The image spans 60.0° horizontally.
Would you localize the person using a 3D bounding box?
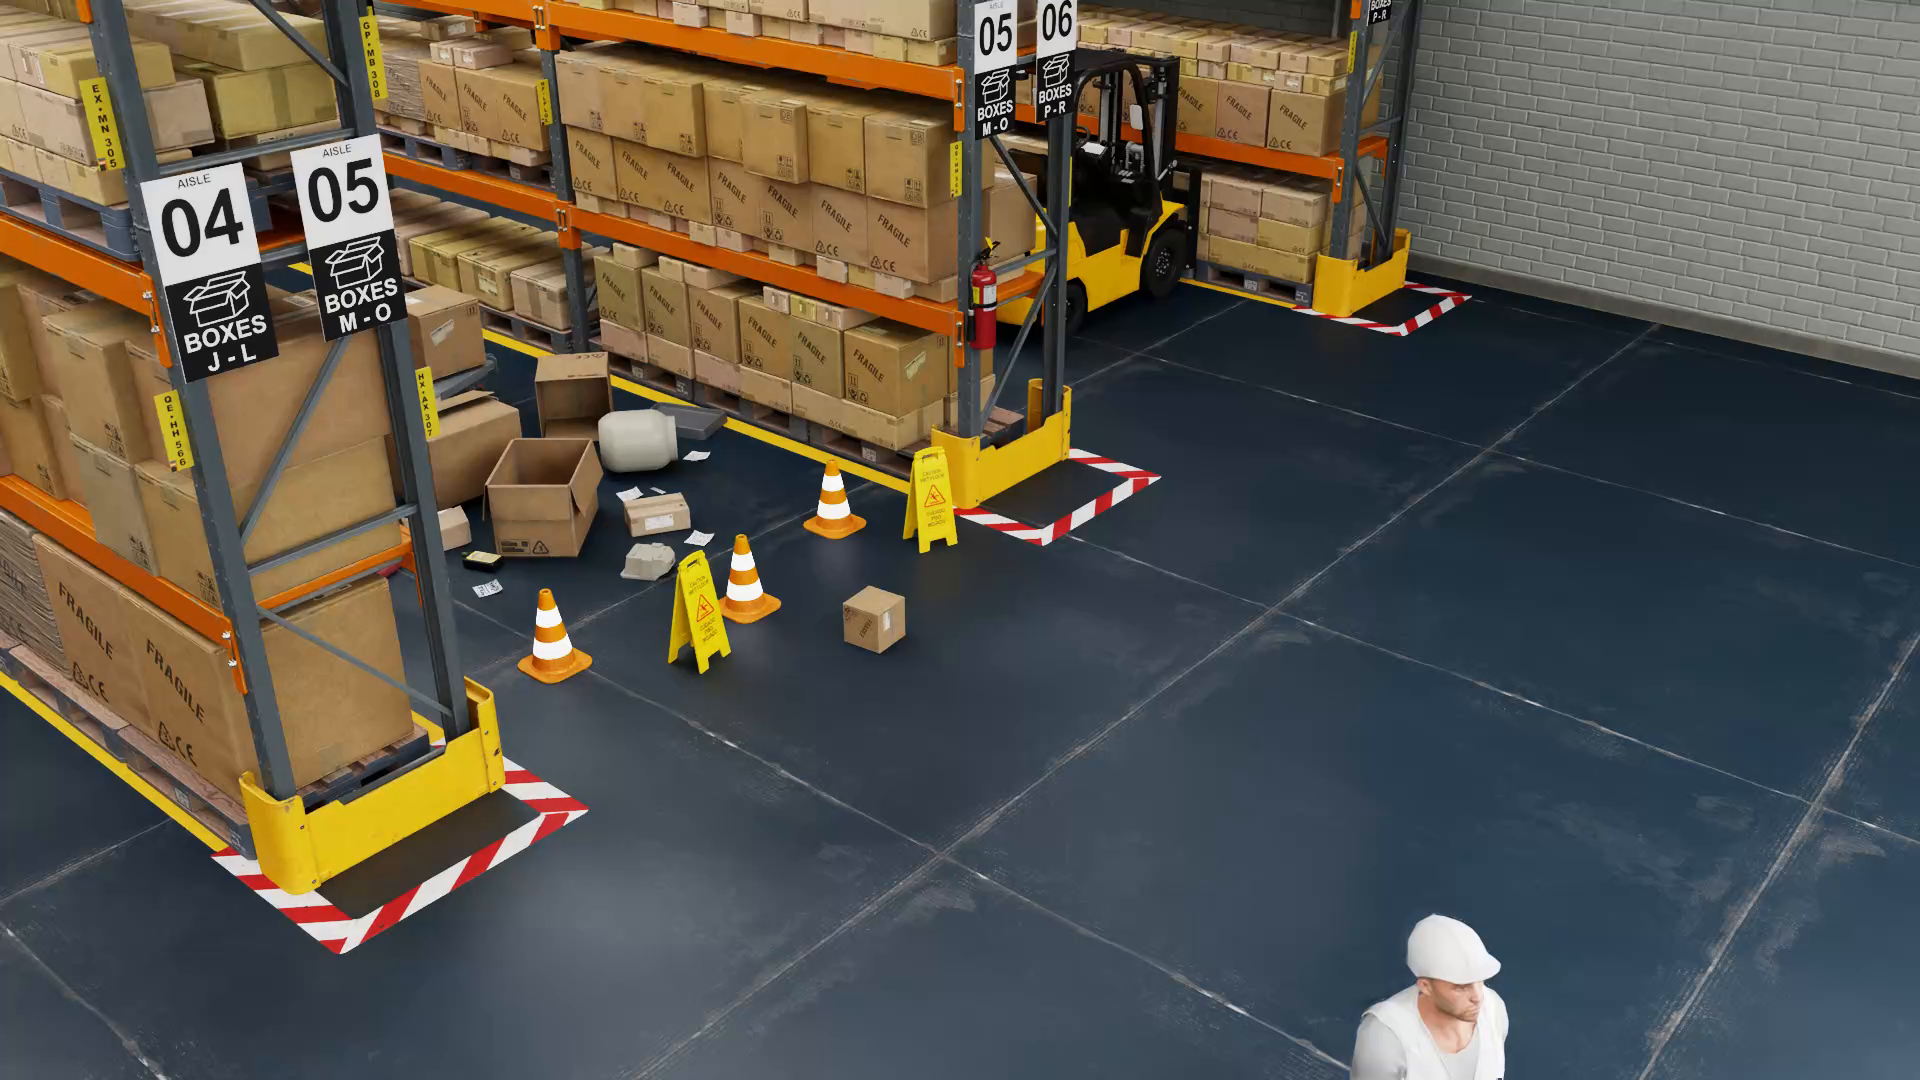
[{"bbox_3d":[1.372,1.893,4.906,0.523,1.831,0.516,-8,28,-15],"label":"person"}]
